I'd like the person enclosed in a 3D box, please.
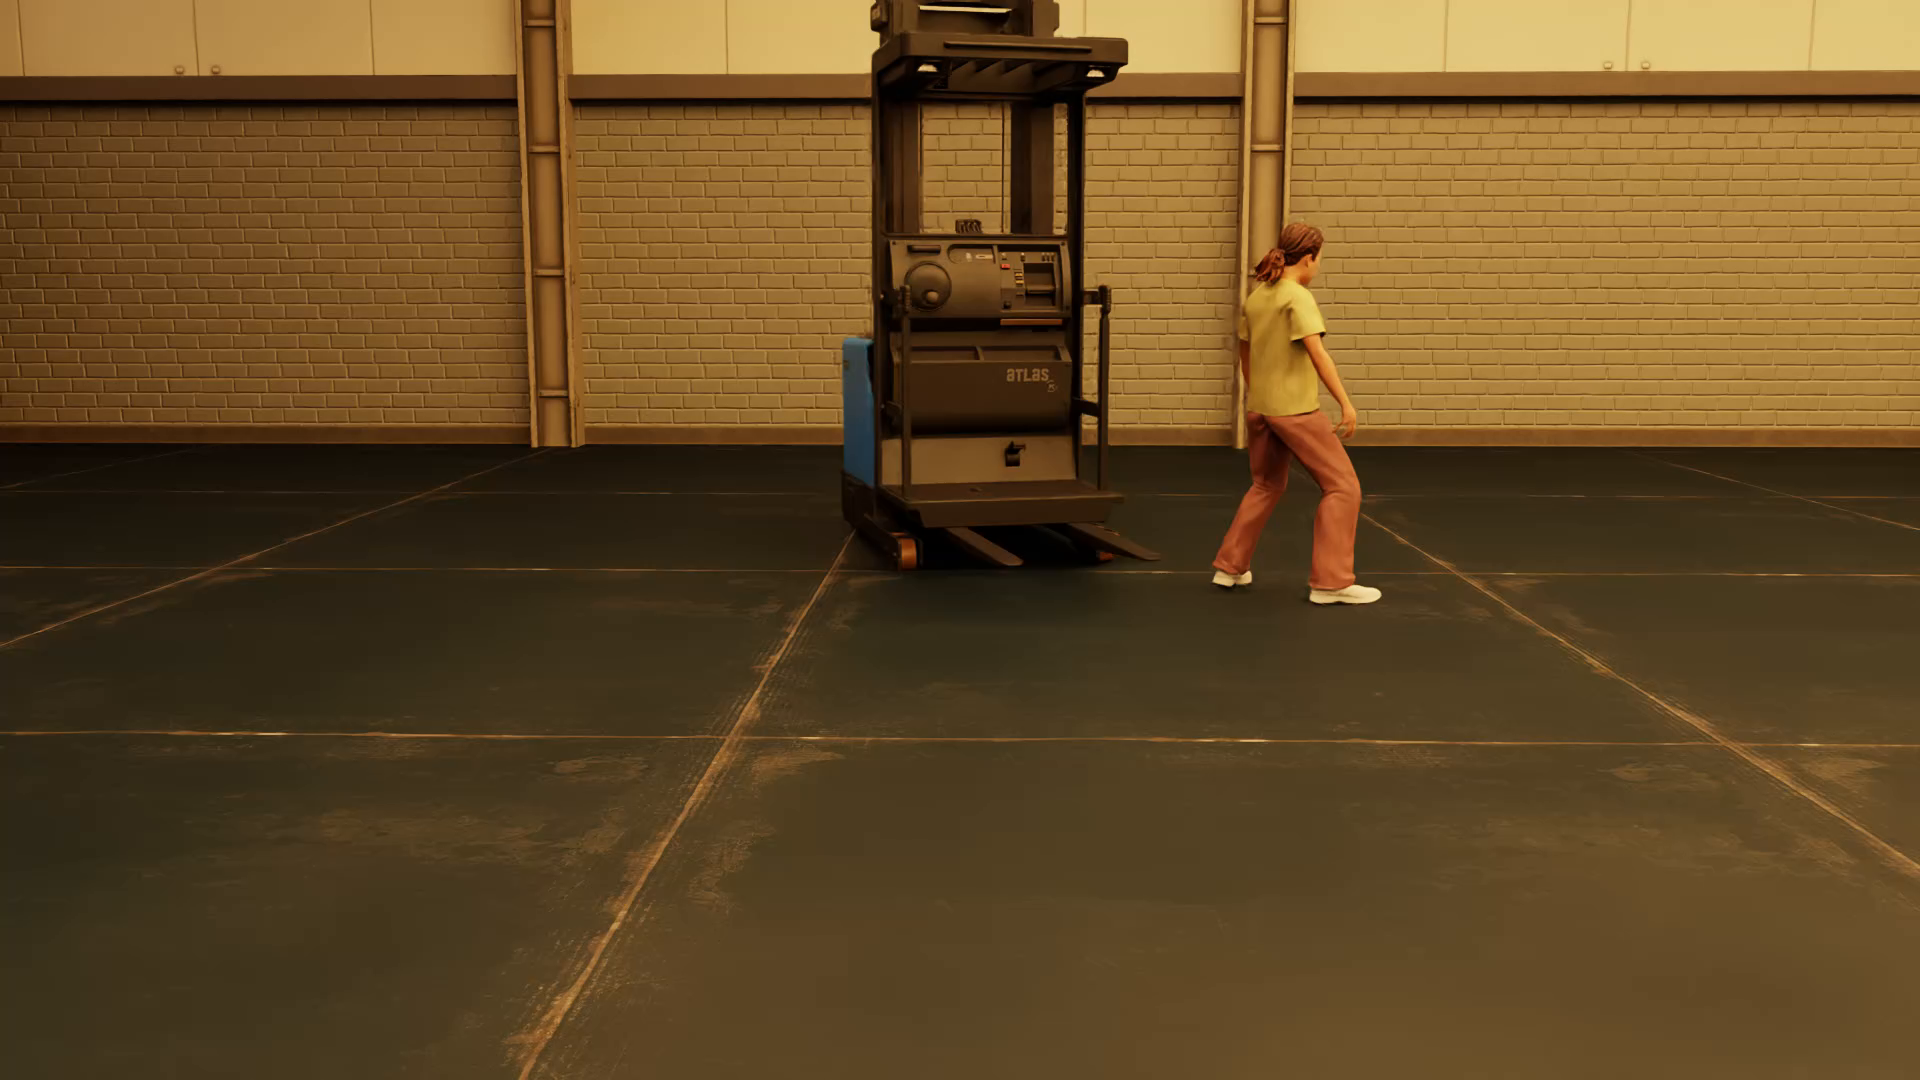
[{"bbox_3d":[1.468,-0.562,7.282,0.503,1.627,0.787,-4,9,-24],"label":"person"}]

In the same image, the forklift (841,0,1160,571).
[{"bbox_3d":[0.158,-1.359,8.194,1.130,2.935,3.031,-2,9,-14],"label":"forklift"}]
